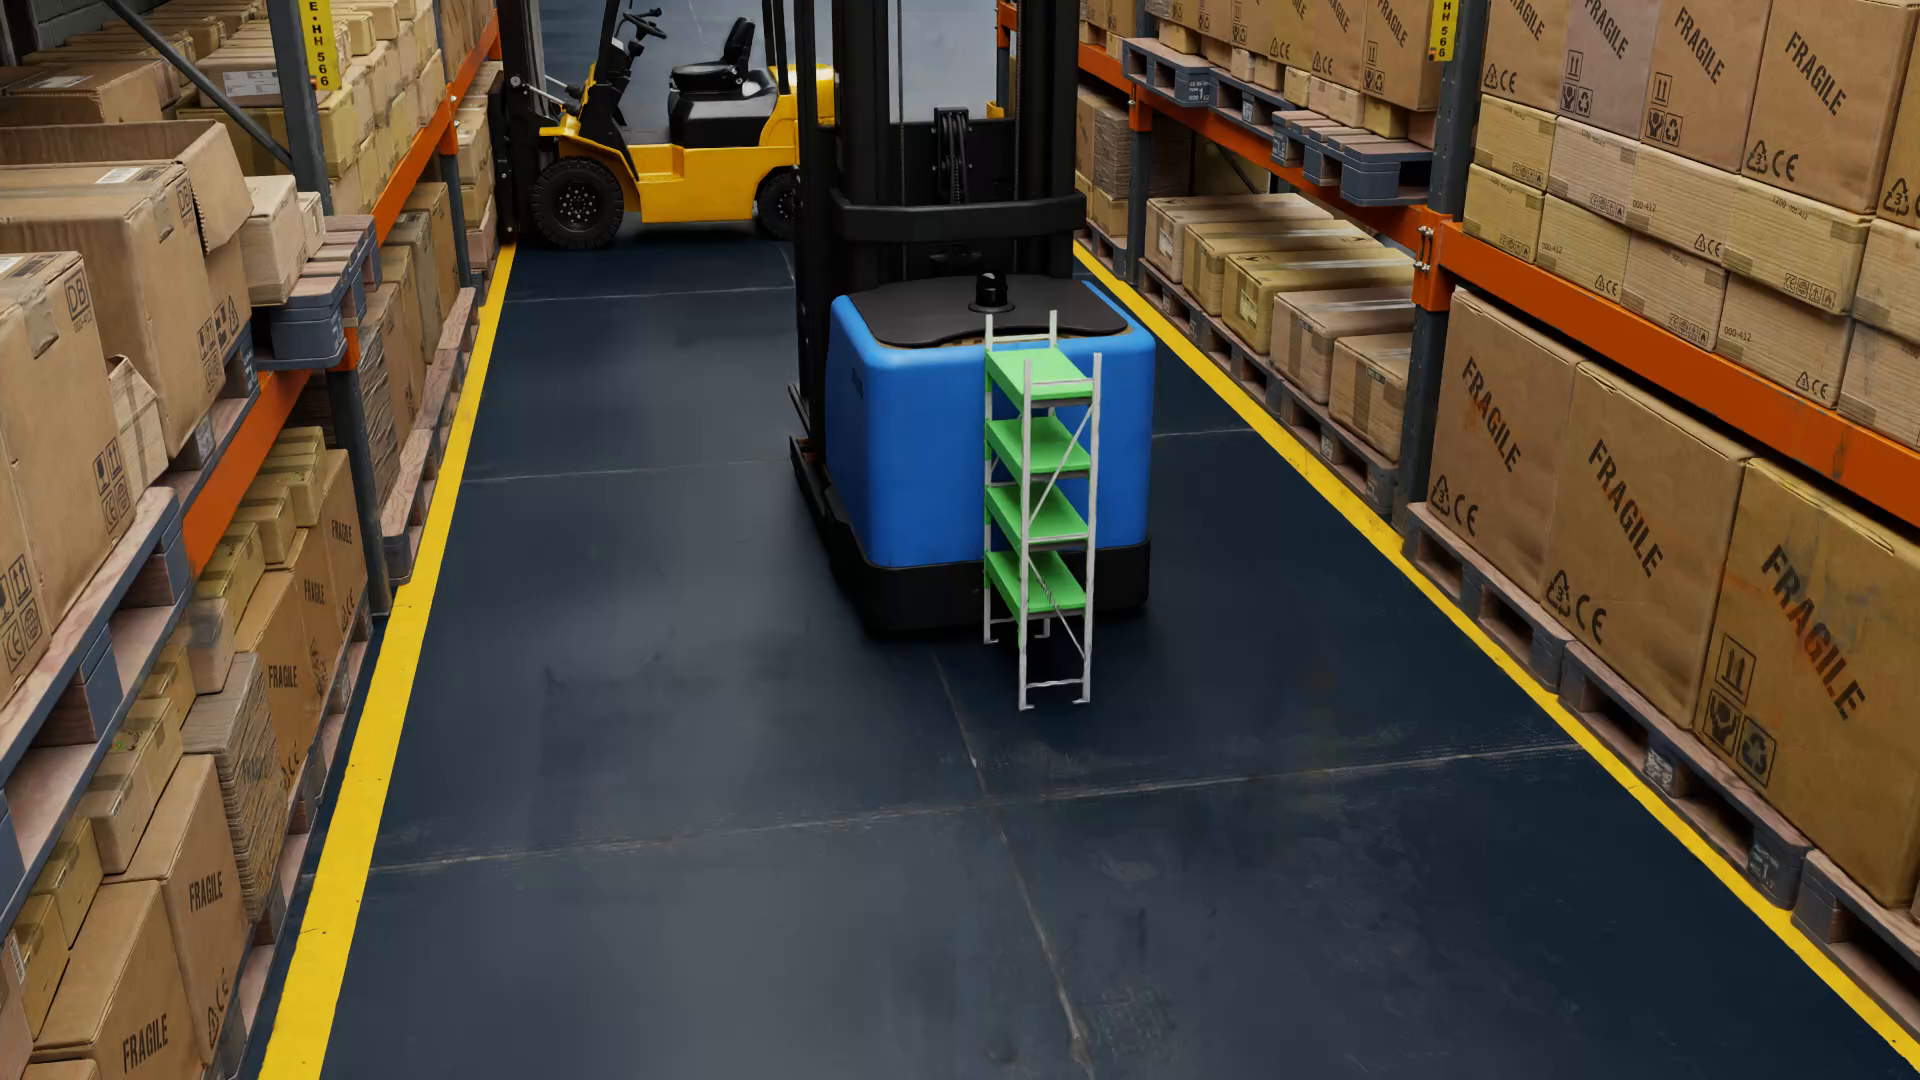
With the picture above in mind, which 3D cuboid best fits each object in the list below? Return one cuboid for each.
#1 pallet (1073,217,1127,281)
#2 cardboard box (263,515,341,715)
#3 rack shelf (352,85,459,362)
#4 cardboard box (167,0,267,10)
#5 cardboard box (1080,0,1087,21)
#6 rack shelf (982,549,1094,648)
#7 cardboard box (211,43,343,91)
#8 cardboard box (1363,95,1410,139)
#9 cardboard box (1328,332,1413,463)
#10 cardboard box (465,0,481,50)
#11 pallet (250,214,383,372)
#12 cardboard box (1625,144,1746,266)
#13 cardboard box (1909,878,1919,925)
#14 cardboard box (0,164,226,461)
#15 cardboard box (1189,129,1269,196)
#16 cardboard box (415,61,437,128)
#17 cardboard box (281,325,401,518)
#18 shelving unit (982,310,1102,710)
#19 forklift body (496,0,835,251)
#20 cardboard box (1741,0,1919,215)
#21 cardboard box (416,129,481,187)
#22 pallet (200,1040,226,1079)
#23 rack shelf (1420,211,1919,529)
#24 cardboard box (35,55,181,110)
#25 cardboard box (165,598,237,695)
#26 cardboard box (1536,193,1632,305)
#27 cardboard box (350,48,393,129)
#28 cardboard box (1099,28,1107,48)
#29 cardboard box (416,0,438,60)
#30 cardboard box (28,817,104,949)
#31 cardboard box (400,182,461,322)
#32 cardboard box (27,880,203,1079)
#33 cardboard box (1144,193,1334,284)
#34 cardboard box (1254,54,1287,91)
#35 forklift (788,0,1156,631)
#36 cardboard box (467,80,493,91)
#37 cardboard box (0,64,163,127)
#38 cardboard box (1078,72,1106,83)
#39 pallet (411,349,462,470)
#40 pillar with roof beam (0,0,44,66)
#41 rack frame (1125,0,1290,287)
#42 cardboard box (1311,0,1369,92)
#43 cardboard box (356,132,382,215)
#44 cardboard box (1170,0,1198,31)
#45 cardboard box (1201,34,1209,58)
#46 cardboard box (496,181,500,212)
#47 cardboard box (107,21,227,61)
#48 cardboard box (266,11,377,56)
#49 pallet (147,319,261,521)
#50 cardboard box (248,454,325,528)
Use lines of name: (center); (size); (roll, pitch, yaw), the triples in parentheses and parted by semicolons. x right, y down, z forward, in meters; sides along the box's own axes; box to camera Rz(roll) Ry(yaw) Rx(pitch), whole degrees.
pallet: (1.384, -2.000, 11.066); (1.003, 0.211, 1.213); (-4, 24, -10)
cardboard box: (-2.223, 0.227, 5.082); (0.500, 0.500, 0.500); (-5, 24, -11)
rack shelf: (-2.964, -1.532, 7.408); (1.077, 0.370, 4.000); (-4, 24, -10)
cardboard box: (-3.296, -2.331, 7.405); (0.380, 0.149, 0.250); (-4, 24, -10)
cardboard box: (1.014, -3.761, 11.117); (0.500, 0.500, 0.500); (-4, 24, -8)
rack shelf: (0.256, 0.180, 5.597); (0.258, 0.148, 0.480); (-5, 24, -12)
cardboard box: (-2.414, -1.670, 5.890); (0.380, 0.149, 0.250); (-4, 24, -9)
cardboard box: (1.870, -1.732, 6.758); (0.380, 0.149, 0.250); (-4, 24, -9)
cardboard box: (2.188, -0.655, 7.259); (0.950, 0.372, 0.625); (-6, 24, -13)
cardboard box: (-3.439, -3.490, 10.868); (0.500, 0.500, 0.500); (-4, 24, -9)
pallet: (-2.400, -0.725, 4.902); (1.213, 0.211, 1.003); (-4, 24, -10)
cardboard box: (2.309, -0.986, 4.822); (0.500, 0.250, 0.500); (-4, 24, -10)
cardboard box: (2.829, 0.673, 3.591); (0.875, 0.875, 0.875); (-4, 24, -8)
cardboard box: (-1.965, -0.459, 3.403); (0.700, 0.500, 0.500); (-4, 24, -10)
cardboard box: (1.700, -2.545, 10.803); (0.500, 0.500, 0.500); (-3, 24, -7)
cardboard box: (-2.885, -2.203, 8.234); (0.500, 0.250, 0.500); (-4, 24, -10)
cardboard box: (-2.696, -0.425, 6.418); (0.875, 0.625, 0.625); (-4, 24, -8)
shelving unit: (0.256, -0.099, 5.476); (0.258, 1.200, 0.503); (-5, 24, -12)
forklift body: (-1.930, -3.221, 11.439); (2.313, 2.155, 1.214); (-4, 24, -10)
cardboard box: (2.406, -1.138, 4.233); (0.500, 0.500, 0.500); (-4, 24, -9)
cardboard box: (-3.115, -2.252, 9.820); (0.500, 0.250, 0.500); (-5, 24, -11)
pallet: (-2.042, 1.460, 3.144); (1.003, 0.211, 1.213); (-4, 24, -10)
rack shelf: (2.653, -0.327, 4.650); (1.077, 0.370, 4.000); (-4, 24, -10)
cardboard box: (-2.853, -1.531, 5.571); (0.380, 0.149, 0.250); (-4, 24, -8)
cardboard box: (-2.037, 0.280, 4.148); (0.380, 0.149, 0.250); (-5, 24, -12)
cardboard box: (2.239, -0.963, 5.394); (0.500, 0.250, 0.500); (-5, 24, -11)
cardboard box: (-2.607, -1.832, 6.759); (0.500, 0.250, 0.500); (-5, 24, -11)
cardboard box: (1.128, -3.310, 10.896); (0.380, 0.149, 0.250); (-5, 24, -10)
cardboard box: (-2.992, -2.634, 8.596); (0.500, 0.250, 0.500); (-5, 24, -11)
cardboard box: (-1.909, 0.684, 3.225); (0.380, 0.149, 0.250); (-5, 24, -11)
cardboard box: (-3.227, -1.548, 8.988); (0.875, 0.625, 0.625); (-3, 24, -7)
cardboard box: (-1.831, 1.036, 3.228); (0.500, 0.500, 0.500); (-5, 24, -10)
cardboard box: (1.643, -1.799, 9.879); (0.950, 0.372, 0.625); (-4, 24, -9)
cardboard box: (1.627, -2.236, 7.911); (0.380, 0.149, 0.250); (-5, 24, -11)
forklift: (-0.139, -1.586, 6.719); (1.130, 2.935, 3.031); (-5, 24, -12)
cardboard box: (-3.479, -3.056, 11.660); (0.500, 0.250, 0.500); (-4, 24, -9)
cardboard box: (-2.653, -1.099, 4.868); (0.500, 0.500, 0.500); (-3, 24, -7)
cardboard box: (0.872, -3.116, 12.110); (0.500, 0.500, 0.500); (-4, 24, -9)
pallet: (-2.930, -0.602, 7.865); (1.003, 0.211, 1.213); (-4, 24, -10)
pillar with roof beam: (0.510, -4.588, 6.013); (9.100, 9.000, 0.400); (-4, 24, -10)
rack frame: (1.543, -3.017, 9.909); (1.000, 3.000, 0.127); (-4, 24, -10)
cardboard box: (1.819, -2.179, 6.969); (0.500, 0.500, 0.500); (-5, 24, -11)
cardboard box: (-2.524, -1.397, 6.387); (0.500, 0.250, 0.500); (-5, 24, -11)
cardboard box: (1.441, -2.989, 8.824); (0.500, 0.500, 0.500); (-4, 24, -10)
cardboard box: (1.500, -2.649, 8.856); (0.380, 0.149, 0.250); (-3, 24, -6)
cardboard box: (-3.392, -2.396, 11.399); (0.500, 0.250, 0.500); (-4, 24, -8)
cardboard box: (-3.085, -1.932, 6.489); (0.380, 0.149, 0.250); (-4, 24, -10)
cardboard box: (-2.613, -2.072, 6.810); (0.380, 0.149, 0.250); (-4, 24, -9)
pallet: (-2.230, -0.222, 3.750); (1.003, 0.211, 1.213); (-4, 24, -10)
cardboard box: (-2.173, -0.138, 5.107); (0.380, 0.149, 0.250); (-6, 24, -12)
